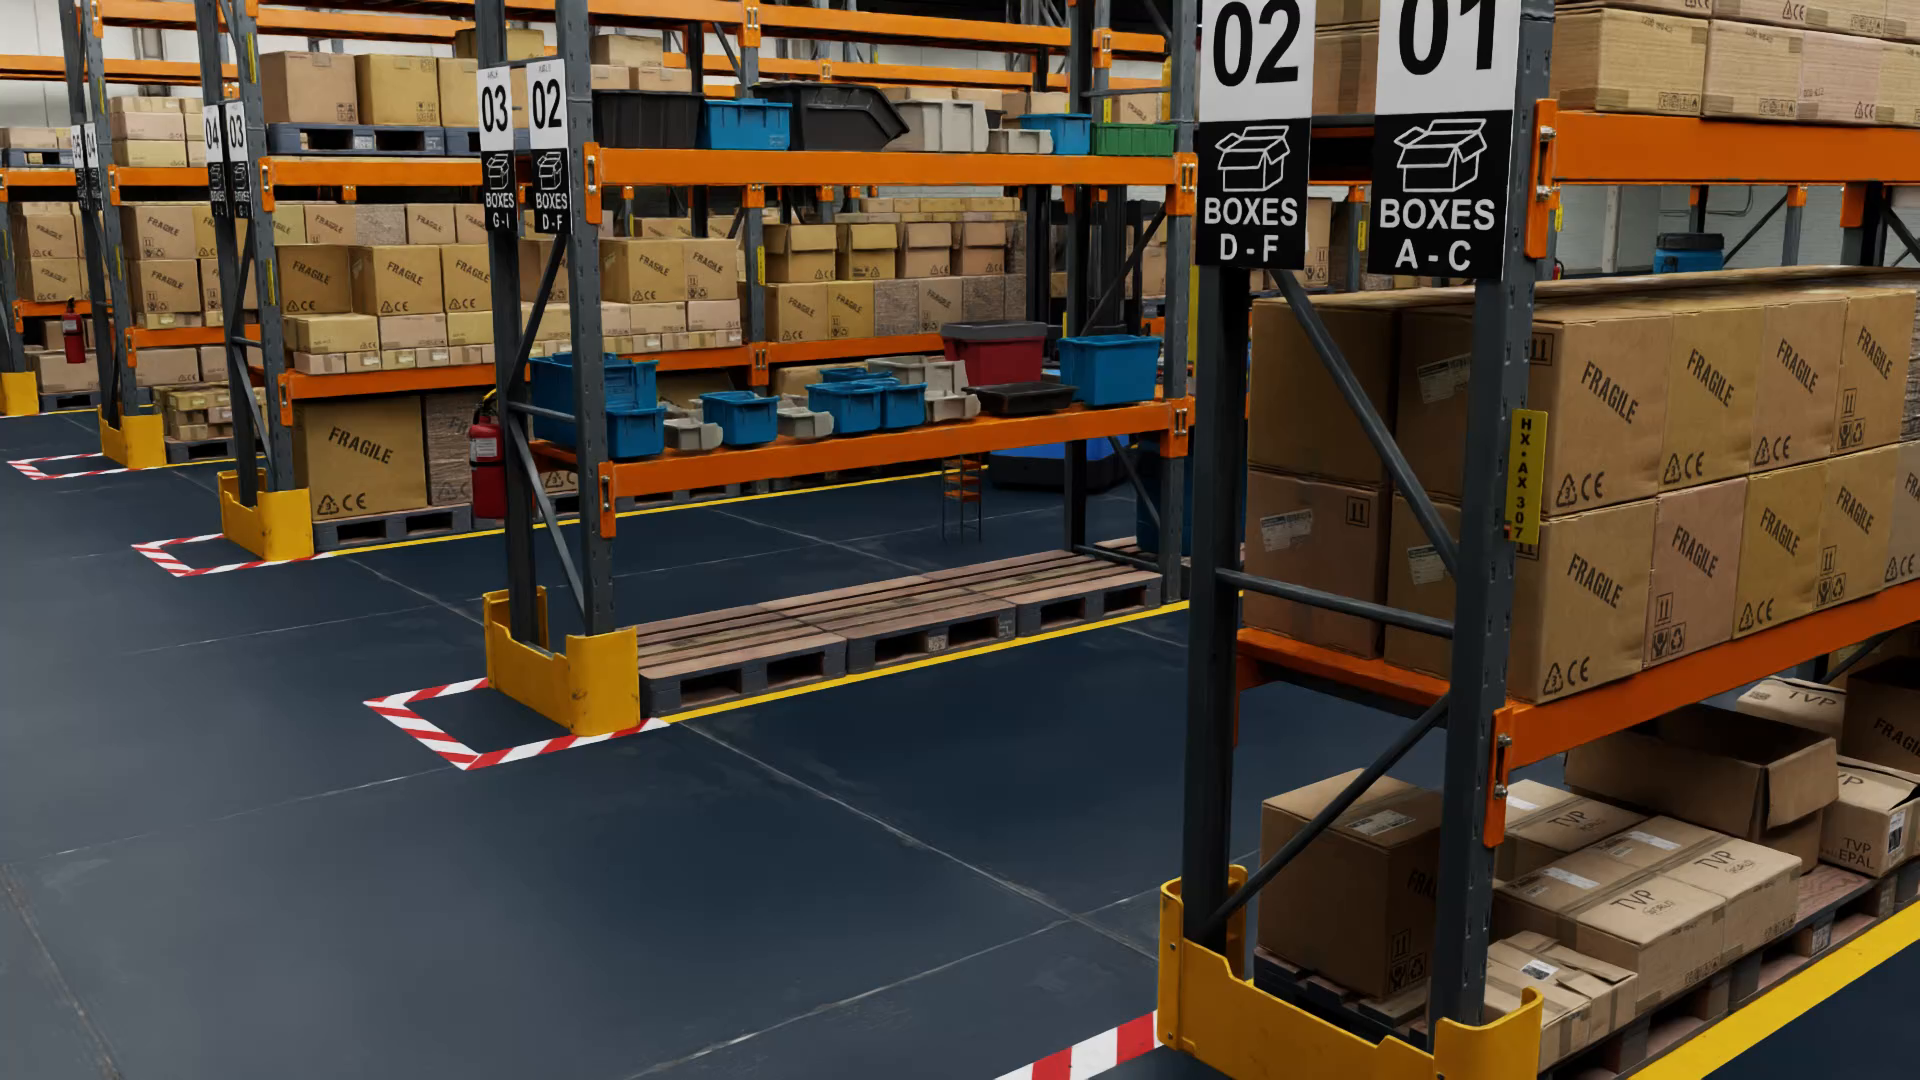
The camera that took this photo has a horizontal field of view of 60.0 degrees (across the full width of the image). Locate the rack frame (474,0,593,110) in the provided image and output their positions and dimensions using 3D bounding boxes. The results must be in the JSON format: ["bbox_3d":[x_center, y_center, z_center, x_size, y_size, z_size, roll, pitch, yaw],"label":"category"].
[{"bbox_3d":[-2.057,-3.558,7.718,0.127,3.000,1.000,-9,15,-38],"label":"rack frame"}]

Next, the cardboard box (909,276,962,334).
[{"bbox_3d":[-0.329,-2.212,15.581,0.500,0.500,0.500,-9,15,-37],"label":"cardboard box"}]

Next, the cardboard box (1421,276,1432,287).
[{"bbox_3d":[5.349,-3.367,20.305,0.500,0.500,0.875,-9,15,-38],"label":"cardboard box"}]

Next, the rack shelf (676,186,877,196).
[{"bbox_3d":[-3.514,-6.770,31.801,4.000,0.370,1.077,-9,15,-38],"label":"rack shelf"}]

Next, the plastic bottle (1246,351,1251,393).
[{"bbox_3d":[1.878,-1.105,10.922,0.097,0.271,0.097,0,12,0],"label":"plastic bottle"}]

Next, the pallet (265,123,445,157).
[{"bbox_3d":[-4.578,-2.948,12.283,1.213,0.211,1.003,-9,15,-38],"label":"pallet"}]

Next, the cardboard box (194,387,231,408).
[{"bbox_3d":[-7.409,-1.414,16.486,0.250,0.149,0.380,-9,15,-37],"label":"cardboard box"}]

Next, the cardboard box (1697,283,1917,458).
[{"bbox_3d":[2.739,-0.571,5.449,0.500,0.500,0.500,-10,15,-38],"label":"cardboard box"}]

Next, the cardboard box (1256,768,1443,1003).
[{"bbox_3d":[1.305,1.078,5.290,0.500,0.500,0.500,-9,15,-38],"label":"cardboard box"}]

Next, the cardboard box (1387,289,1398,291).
[{"bbox_3d":[4.956,-2.907,19.702,0.250,0.149,0.380,-9,15,-38],"label":"cardboard box"}]

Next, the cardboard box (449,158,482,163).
[{"bbox_3d":[-5.262,-4.049,17.617,0.500,0.250,0.500,-9,15,-36],"label":"cardboard box"}]

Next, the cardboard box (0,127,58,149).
[{"bbox_3d":[-11.047,-4.755,19.687,0.500,0.250,0.500,-11,16,-43],"label":"cardboard box"}]

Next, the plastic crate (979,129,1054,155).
[{"bbox_3d":[0.311,-2.254,9.433,0.466,0.136,0.293,-9,15,-38],"label":"plastic crate"}]

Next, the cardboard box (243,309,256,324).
[{"bbox_3d":[-7.180,-2.232,16.522,0.250,0.149,0.380,-9,15,-35],"label":"cardboard box"}]

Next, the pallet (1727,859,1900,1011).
[{"bbox_3d":[2.668,1.274,6.121,1.213,0.211,1.003,-9,15,-38],"label":"pallet"}]

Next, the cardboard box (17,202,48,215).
[{"bbox_3d":[-10.892,-3.890,19.518,0.250,0.149,0.380,-9,15,-36],"label":"cardboard box"}]

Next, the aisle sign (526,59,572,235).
[{"bbox_3d":[-1.928,-1.837,7.800,0.004,0.787,0.394,-9,15,-38],"label":"aisle sign"}]

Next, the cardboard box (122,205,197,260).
[{"bbox_3d":[-7.654,-2.943,15.901,0.500,0.500,0.500,-10,15,-38],"label":"cardboard box"}]

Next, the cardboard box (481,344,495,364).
[{"bbox_3d":[-3.665,-1.463,12.903,0.250,0.149,0.380,-10,15,-38],"label":"cardboard box"}]

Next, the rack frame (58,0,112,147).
[{"bbox_3d":[-8.171,-5.178,15.351,0.127,3.000,1.000,-9,15,-38],"label":"rack frame"}]

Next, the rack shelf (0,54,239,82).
[{"bbox_3d":[-9.780,-5.680,20.409,4.000,0.370,1.077,-9,15,-38],"label":"rack shelf"}]

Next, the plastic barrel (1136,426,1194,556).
[{"bbox_3d":[1.502,-0.389,11.279,0.708,0.901,0.600,-9,15,-38],"label":"plastic barrel"}]

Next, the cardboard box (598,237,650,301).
[{"bbox_3d":[-2.951,-2.301,14.083,0.500,0.500,0.500,-9,15,-38],"label":"cardboard box"}]

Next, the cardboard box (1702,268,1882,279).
[{"bbox_3d":[3.212,-0.794,6.497,0.500,0.500,0.500,-10,16,-39],"label":"cardboard box"}]

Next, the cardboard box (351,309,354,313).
[{"bbox_3d":[-4.542,-1.670,12.917,0.500,0.250,0.500,-10,15,-39],"label":"cardboard box"}]

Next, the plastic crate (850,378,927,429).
[{"bbox_3d":[-0.396,-0.759,9.240,0.300,0.233,0.416,-9,15,-38],"label":"plastic crate"}]

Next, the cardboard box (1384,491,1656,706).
[{"bbox_3d":[1.546,0.117,4.615,0.500,0.500,0.500,-9,15,-36],"label":"cardboard box"}]

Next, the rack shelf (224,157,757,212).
[{"bbox_3d":[-3.589,-2.801,13.110,4.000,0.370,1.077,-9,15,-38],"label":"rack shelf"}]

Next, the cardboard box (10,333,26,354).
[{"bbox_3d":[-13.909,-2.887,24.000,0.637,0.503,0.797,-10,16,-40],"label":"cardboard box"}]

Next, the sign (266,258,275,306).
[{"bbox_3d":[-4.809,-1.798,11.598,0.005,0.325,0.100,-9,15,-38],"label":"sign"}]

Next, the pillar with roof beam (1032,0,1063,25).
[{"bbox_3d":[4.316,-8.985,33.278,0.548,9.000,9.100,-9,15,-38],"label":"pillar with roof beam"}]

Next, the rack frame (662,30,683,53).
[{"bbox_3d":[-5.075,-8.330,30.193,0.127,3.000,1.000,-9,15,-38],"label":"rack frame"}]

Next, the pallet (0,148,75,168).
[{"bbox_3d":[-10.769,-4.556,19.853,1.213,0.211,1.003,-9,15,-38],"label":"pallet"}]

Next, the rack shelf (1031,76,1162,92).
[{"bbox_3d":[2.761,-6.448,24.023,4.000,0.370,1.077,-9,15,-38],"label":"rack shelf"}]

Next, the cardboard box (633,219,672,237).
[{"bbox_3d":[-4.599,-4.492,24.596,0.500,0.500,0.500,-10,16,-39],"label":"cardboard box"}]

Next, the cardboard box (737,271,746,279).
[{"bbox_3d":[-2.614,-3.129,19.736,0.250,0.149,0.380,-10,15,-38],"label":"cardboard box"}]

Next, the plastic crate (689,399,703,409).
[{"bbox_3d":[-1.298,-0.694,9.165,0.243,0.136,0.396,-9,15,-38],"label":"plastic crate"}]

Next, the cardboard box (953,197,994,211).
[{"bbox_3d":[0.156,-5.544,28.153,0.500,0.500,0.700,-10,15,-38],"label":"cardboard box"}]

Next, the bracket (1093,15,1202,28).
[{"bbox_3d":[4.198,-11.777,37.760,4.783,0.066,0.076,-9,15,-38],"label":"bracket"}]

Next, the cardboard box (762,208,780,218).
[{"bbox_3d":[-2.920,-5.080,25.803,0.250,0.149,0.380,-10,16,-40],"label":"cardboard box"}]

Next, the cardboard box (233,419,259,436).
[{"bbox_3d":[-7.219,-1.151,16.682,0.250,0.149,0.380,-9,15,-37],"label":"cardboard box"}]

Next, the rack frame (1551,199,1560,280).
[{"bbox_3d":[7.343,-3.502,21.902,0.127,3.000,1.000,-9,15,-38],"label":"rack frame"}]

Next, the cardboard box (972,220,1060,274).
[{"bbox_3d":[0.515,-2.912,16.464,0.637,0.503,0.797,-9,15,-36],"label":"cardboard box"}]

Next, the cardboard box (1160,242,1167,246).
[{"bbox_3d":[2.742,-4.135,24.520,0.500,0.550,0.875,-9,15,-38],"label":"cardboard box"}]

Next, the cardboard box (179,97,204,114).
[{"bbox_3d":[-7.308,-4.136,15.861,0.250,0.149,0.380,-9,15,-38],"label":"cardboard box"}]

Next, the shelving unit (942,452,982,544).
[{"bbox_3d":[0.011,-0.589,12.513,0.189,1.200,0.258,-9,15,-38],"label":"shelving unit"}]

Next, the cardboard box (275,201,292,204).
[{"bbox_3d":[-8.735,-4.269,21.302,0.250,0.149,0.380,-9,15,-38],"label":"cardboard box"}]

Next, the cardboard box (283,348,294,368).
[{"bbox_3d":[-5.079,-1.403,12.619,0.250,0.149,0.380,-9,15,-37],"label":"cardboard box"}]

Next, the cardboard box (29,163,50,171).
[{"bbox_3d":[-13.193,-5.306,23.778,0.250,0.149,0.380,-9,15,-38],"label":"cardboard box"}]

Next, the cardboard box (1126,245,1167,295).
[{"bbox_3d":[1.866,-2.884,17.737,0.500,0.500,0.700,-7,14,-29],"label":"cardboard box"}]

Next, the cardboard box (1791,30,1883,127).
[{"bbox_3d":[2.383,-1.366,4.981,0.500,0.250,0.500,-9,15,-38],"label":"cardboard box"}]

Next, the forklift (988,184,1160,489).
[{"bbox_3d":[1.229,-2.143,15.666,1.130,2.935,3.031,4,13,19],"label":"forklift"}]

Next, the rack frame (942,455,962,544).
[{"bbox_3d":[-0.060,-0.577,12.457,0.006,1.200,0.240,-9,15,-38],"label":"rack frame"}]

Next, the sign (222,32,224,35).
[{"bbox_3d":[-10.998,-7.697,24.773,0.005,0.325,0.100,-9,15,-38],"label":"sign"}]

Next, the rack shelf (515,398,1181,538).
[{"bbox_3d":[-0.495,-0.531,9.638,4.000,0.370,1.077,-9,15,-38],"label":"rack shelf"}]

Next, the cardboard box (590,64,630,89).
[{"bbox_3d":[-3.024,-3.536,13.343,0.500,0.500,0.700,-8,15,-35],"label":"cardboard box"}]

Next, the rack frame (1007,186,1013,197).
[{"bbox_3d":[1.152,-5.110,29.471,0.127,3.000,1.000,-9,15,-38],"label":"rack frame"}]
